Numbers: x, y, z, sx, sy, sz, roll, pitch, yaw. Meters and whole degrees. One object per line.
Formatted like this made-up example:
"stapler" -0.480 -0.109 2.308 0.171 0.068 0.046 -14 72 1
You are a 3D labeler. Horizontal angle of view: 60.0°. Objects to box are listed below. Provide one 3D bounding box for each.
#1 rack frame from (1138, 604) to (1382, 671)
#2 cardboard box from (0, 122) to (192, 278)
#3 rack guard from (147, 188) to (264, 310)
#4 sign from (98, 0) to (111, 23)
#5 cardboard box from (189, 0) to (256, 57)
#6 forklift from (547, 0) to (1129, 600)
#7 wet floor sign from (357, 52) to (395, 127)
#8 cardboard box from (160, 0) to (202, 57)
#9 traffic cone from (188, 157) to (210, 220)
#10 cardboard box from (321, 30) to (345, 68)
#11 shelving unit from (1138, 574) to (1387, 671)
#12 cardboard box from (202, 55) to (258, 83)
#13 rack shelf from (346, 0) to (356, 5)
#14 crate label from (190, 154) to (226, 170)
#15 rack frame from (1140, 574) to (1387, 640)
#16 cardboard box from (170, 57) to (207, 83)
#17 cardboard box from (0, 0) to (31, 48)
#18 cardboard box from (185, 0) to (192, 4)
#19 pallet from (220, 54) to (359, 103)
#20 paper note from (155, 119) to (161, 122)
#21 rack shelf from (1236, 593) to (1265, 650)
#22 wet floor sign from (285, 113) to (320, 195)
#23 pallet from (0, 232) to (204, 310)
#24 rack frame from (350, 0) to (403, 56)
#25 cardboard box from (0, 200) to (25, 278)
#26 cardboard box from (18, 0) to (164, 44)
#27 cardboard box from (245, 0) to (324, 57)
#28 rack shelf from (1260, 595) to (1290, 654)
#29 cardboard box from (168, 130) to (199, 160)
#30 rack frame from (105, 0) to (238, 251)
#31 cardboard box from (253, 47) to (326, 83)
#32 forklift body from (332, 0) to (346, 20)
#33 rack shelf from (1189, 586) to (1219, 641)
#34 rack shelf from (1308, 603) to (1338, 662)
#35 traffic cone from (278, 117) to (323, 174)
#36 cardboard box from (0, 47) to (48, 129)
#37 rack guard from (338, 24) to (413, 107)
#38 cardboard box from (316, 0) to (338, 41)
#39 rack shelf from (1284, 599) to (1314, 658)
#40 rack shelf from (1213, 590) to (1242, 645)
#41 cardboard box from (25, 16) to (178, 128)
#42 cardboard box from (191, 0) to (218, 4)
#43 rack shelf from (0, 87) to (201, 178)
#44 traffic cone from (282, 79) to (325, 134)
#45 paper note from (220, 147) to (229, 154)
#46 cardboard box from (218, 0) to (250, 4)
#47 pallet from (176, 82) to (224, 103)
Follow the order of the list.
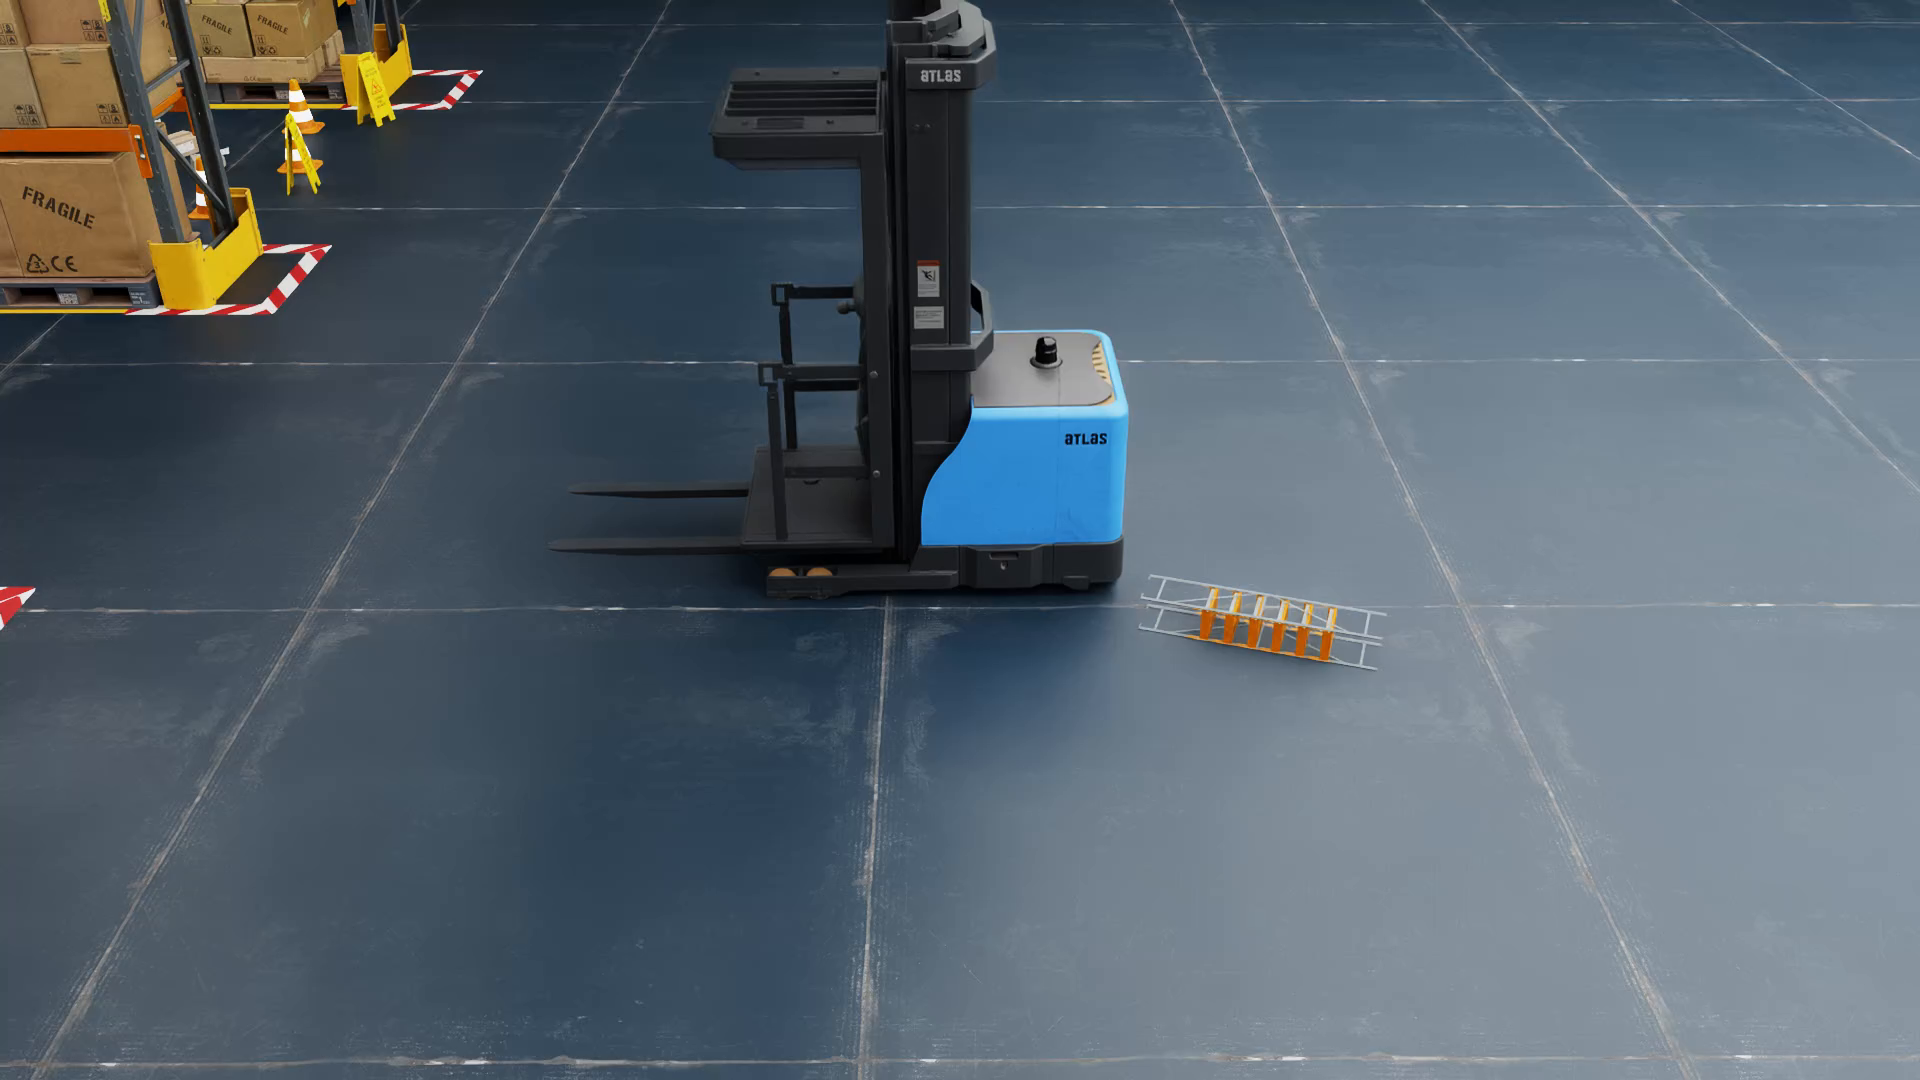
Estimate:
"rack frame" 1.518 0.489 8.434 1.200 0.006 0.240 9 32 15
"cardboard box" -6.287 -2.480 12.089 0.875 0.875 0.875 0 31 0
"rack guard" -5.585 -2.177 12.356 0.348 0.500 1.175 0 31 0
"sign" -5.620 -3.560 10.881 0.005 0.325 0.100 0 31 0
"cardboard box" -7.061 -4.996 16.116 0.500 0.500 0.500 1 31 2
"forklift" -0.669 -1.216 8.429 3.031 2.935 1.130 -1 31 -2
"wet floor sign" -5.544 -4.252 15.635 0.232 0.644 0.267 10 33 17
"cardboard box" -7.566 -4.998 16.119 0.500 0.500 0.500 -1 31 -1
"traffic cone" -6.149 -2.896 13.576 0.334 0.463 0.336 0 31 0
"cardboard box" -6.548 -4.958 16.775 0.500 0.250 0.500 0 31 -1
"shelving unit" 1.518 0.411 8.386 1.200 0.189 0.258 9 32 15
"cardboard box" -7.065 -4.677 16.313 0.500 0.250 0.500 0 31 0
"rack shelf" -7.740 -5.499 16.115 4.000 0.370 1.077 0 31 0
"crate label" -6.601 -3.309 14.572 0.298 0.136 0.250 -17 35 -26
"rack frame" 1.518 0.333 8.339 1.200 0.006 0.240 9 32 15
"cardboard box" -7.588 -4.673 16.305 0.500 0.250 0.500 -1 31 -2
"cardboard box" -6.530 -3.740 11.338 0.550 0.550 0.875 0 31 0
"cardboard box" -7.421 -5.242 15.895 0.250 0.149 0.380 1 31 2
"pallet" -6.629 -4.636 16.688 1.213 0.211 1.003 0 31 0
"paper note" -7.644 -3.949 15.729 0.148 0.019 0.142 -11 33 -17
"rack shelf" 1.475 0.404 8.398 0.103 0.180 0.258 9 32 15
"wet floor sign" -5.592 -3.266 14.011 0.232 0.644 0.267 -5 32 -9
"pallet" -6.408 -2.010 12.360 1.213 0.211 1.003 0 31 0
"rack frame" -5.740 -5.813 15.939 0.127 3.000 1.000 0 31 0
"cardboard box" -7.167 -2.476 12.083 0.875 0.875 0.875 -1 31 -1
"cardboard box" -5.980 -3.790 11.419 0.550 0.550 0.875 0 31 0
"cardboard box" -6.540 -4.999 16.121 0.500 0.500 0.500 0 31 0
"rack shelf" 1.590 0.423 8.367 0.103 0.180 0.258 9 32 15
"cardboard box" -7.038 -3.542 14.944 0.250 0.149 0.380 16 35 25
"rack frame" -5.609 -3.245 11.707 0.127 3.000 1.000 0 31 0
"cardboard box" -6.571 -4.674 16.309 0.500 0.250 0.500 0 31 -1
"forklift body" -7.659 -7.072 18.833 1.214 2.155 2.313 0 31 0
"rack shelf" 1.247 0.366 8.460 0.103 0.180 0.258 9 32 15
"rack shelf" 1.818 0.461 8.304 0.103 0.180 0.258 9 32 15
"traffic cone" -5.816 -3.483 14.544 0.334 0.463 0.336 0 31 0
"cardboard box" -6.530 -3.272 11.606 0.550 0.550 0.875 0 31 0
"rack guard" -5.816 -4.744 16.587 0.348 0.500 1.175 0 31 0
"cardboard box" -6.572 -5.278 16.580 0.500 0.500 0.500 -1 31 -2
"rack shelf" 1.704 0.442 8.335 0.103 0.180 0.258 9 32 15
"rack shelf" 1.361 0.385 8.429 0.103 0.180 0.258 9 32 15
"cardboard box" -5.980 -3.285 11.628 0.550 0.550 0.875 0 31 0
"cardboard box" -7.158 -5.242 15.895 0.250 0.149 0.380 0 31 1
"rack shelf" -7.609 -2.932 11.883 4.000 0.370 1.077 0 31 0
"traffic cone" -6.162 -4.058 15.492 0.334 0.463 0.336 0 31 0
"paper note" -6.673 -3.508 15.002 0.142 0.019 0.148 -11 33 -17
"cardboard box" -6.906 -5.241 15.894 0.250 0.149 0.380 1 31 1
"pallet" -7.846 -4.634 16.684 1.213 0.211 1.003 0 31 0
